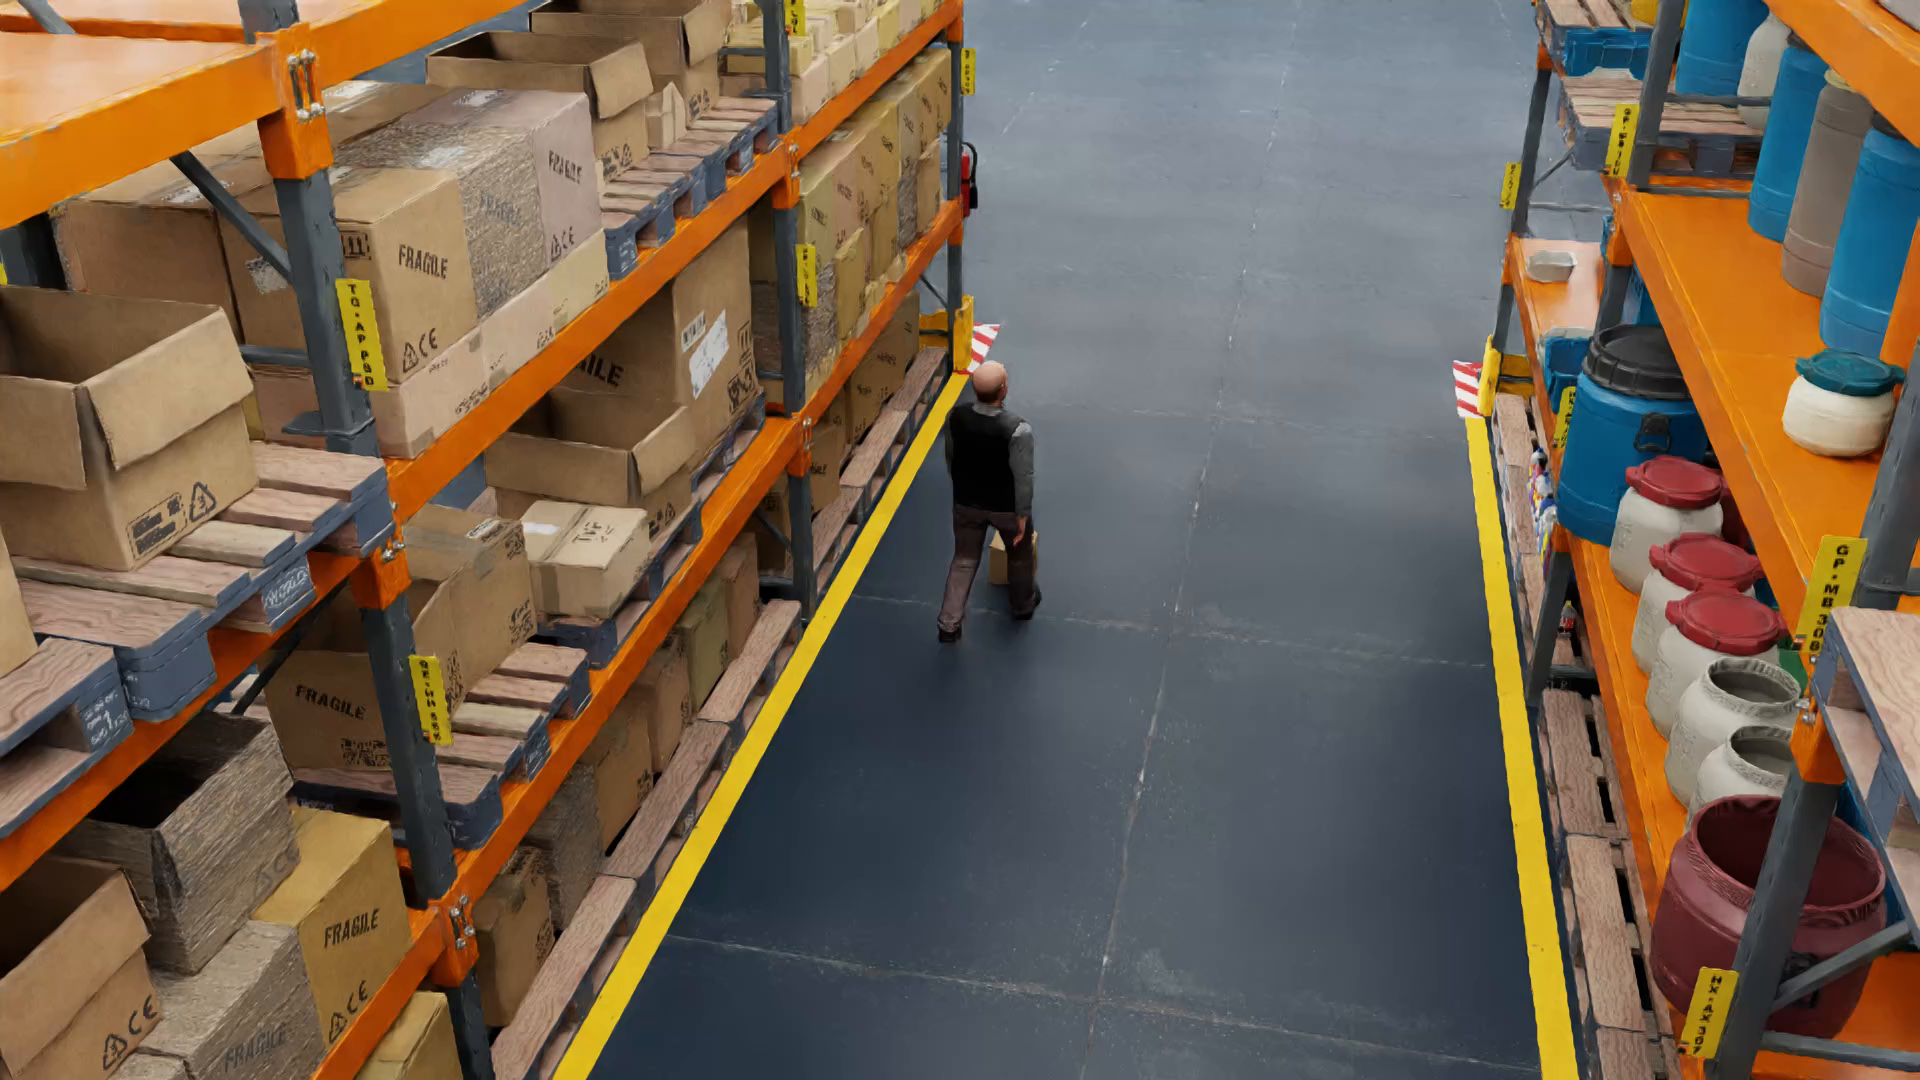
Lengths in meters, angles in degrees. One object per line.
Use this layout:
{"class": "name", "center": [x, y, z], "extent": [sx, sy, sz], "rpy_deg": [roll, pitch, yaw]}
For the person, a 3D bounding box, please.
{"class": "person", "center": [0.190, -0.230, 9.078], "extent": [0.537, 1.695, 0.882], "rpy_deg": [10, 30, 18]}
